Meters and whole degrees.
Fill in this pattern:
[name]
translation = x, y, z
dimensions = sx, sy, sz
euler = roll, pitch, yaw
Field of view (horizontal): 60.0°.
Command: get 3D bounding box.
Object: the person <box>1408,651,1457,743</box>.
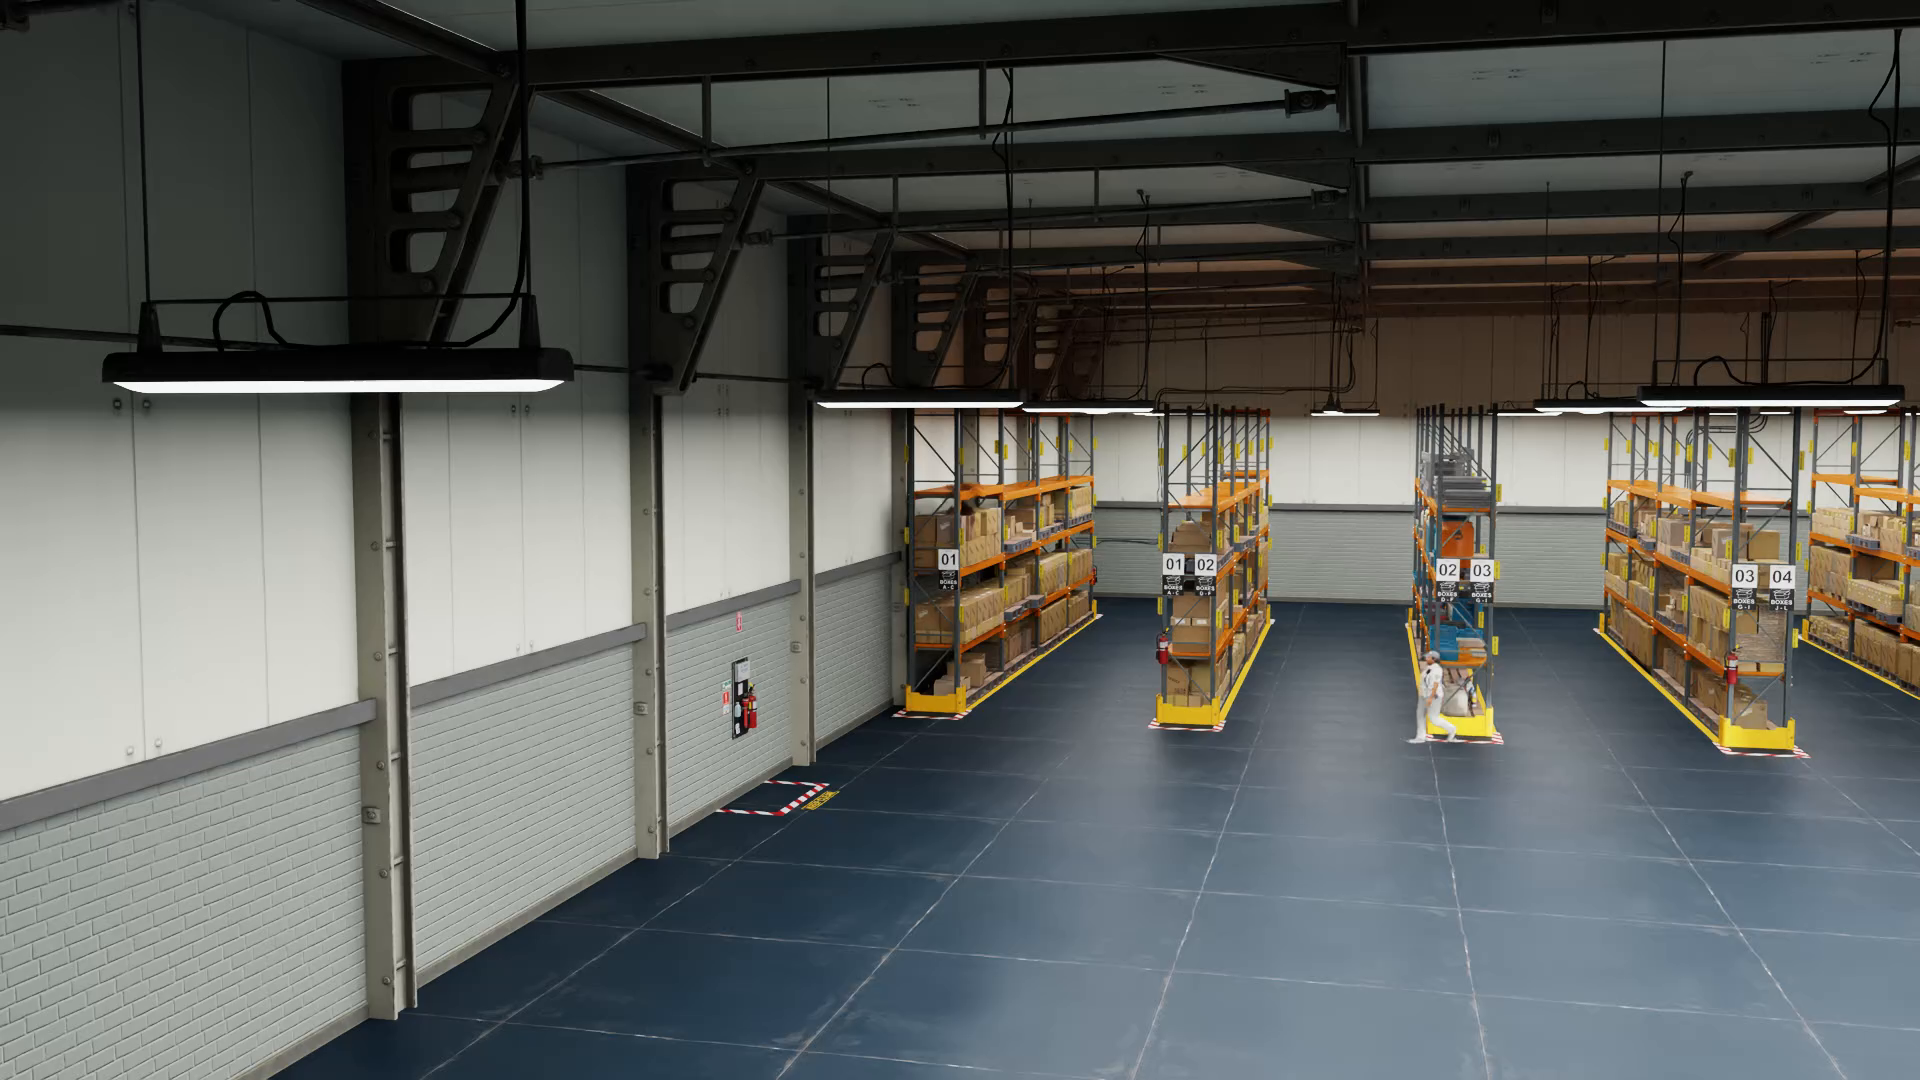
[person]
translation = 8.302, 2.765, 29.258
dimensions = 0.748, 1.646, 0.459
euler = -1, 4, -15
